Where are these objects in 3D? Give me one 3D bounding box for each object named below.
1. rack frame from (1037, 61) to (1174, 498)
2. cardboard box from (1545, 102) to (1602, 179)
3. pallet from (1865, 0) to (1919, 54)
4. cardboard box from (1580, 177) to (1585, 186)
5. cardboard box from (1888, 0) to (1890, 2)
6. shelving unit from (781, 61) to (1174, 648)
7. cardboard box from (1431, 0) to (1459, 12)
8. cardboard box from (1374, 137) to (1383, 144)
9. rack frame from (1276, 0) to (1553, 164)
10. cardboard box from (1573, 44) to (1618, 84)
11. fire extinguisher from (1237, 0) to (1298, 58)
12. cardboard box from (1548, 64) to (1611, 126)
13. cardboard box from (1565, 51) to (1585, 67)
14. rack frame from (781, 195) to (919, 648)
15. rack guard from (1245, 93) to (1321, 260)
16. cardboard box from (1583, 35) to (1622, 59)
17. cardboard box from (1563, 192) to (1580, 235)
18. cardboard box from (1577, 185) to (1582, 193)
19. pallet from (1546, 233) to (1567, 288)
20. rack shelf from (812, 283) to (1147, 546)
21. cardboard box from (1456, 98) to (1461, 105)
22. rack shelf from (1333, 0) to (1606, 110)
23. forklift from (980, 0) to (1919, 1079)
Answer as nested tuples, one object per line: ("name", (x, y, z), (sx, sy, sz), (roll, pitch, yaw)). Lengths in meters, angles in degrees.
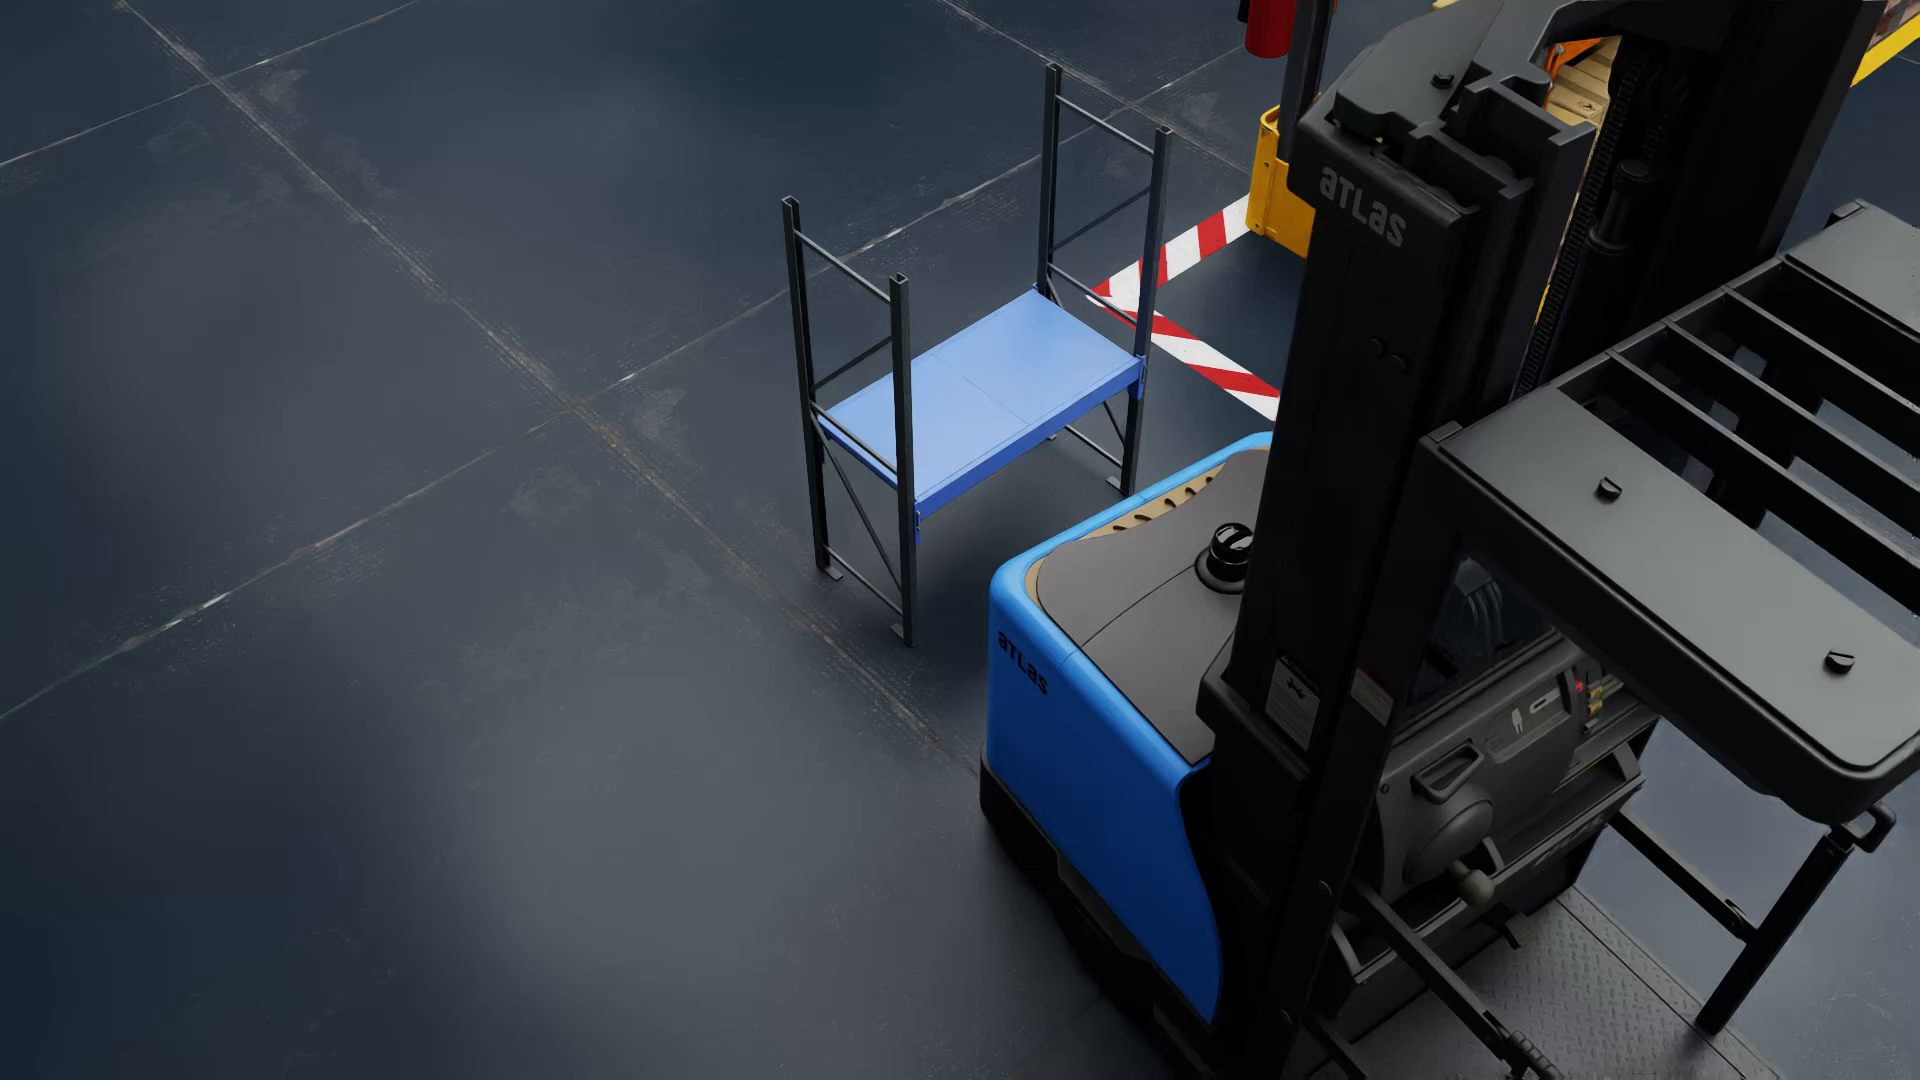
("rack frame", (0.439, -0.802, 5.470), (0.032, 1.500, 0.500), (-34, 56, -27))
("cardboard box", (2.250, -1.532, 6.371), (0.250, 0.149, 0.380), (-36, 57, -29))
("pallet", (4.120, -2.761, 8.154), (1.213, 0.211, 1.003), (-34, 56, -27))
("cardboard box", (2.434, -1.581, 6.619), (0.250, 0.149, 0.380), (-34, 56, -27))
("cardboard box", (4.131, -2.605, 7.767), (0.250, 0.149, 0.380), (-36, 57, -28))
("shelving unit", (0.063, -0.551, 5.238), (1.048, 1.500, 0.538), (-34, 56, -27))
("cardboard box", (2.185, -2.147, 6.939), (0.250, 0.149, 0.380), (-35, 56, -28))
("cardboard box", (1.883, -1.629, 6.866), (0.250, 0.149, 0.380), (-33, 55, -27))
("rack frame", (1.633, -2.080, 5.628), (0.127, 3.000, 1.000), (-34, 56, -27))
("cardboard box", (2.645, -1.788, 6.608), (0.250, 0.149, 0.380), (-34, 56, -27))
("fire extinguisher", (1.137, -2.054, 5.910), (0.183, 0.674, 0.296), (-34, 56, -27))
("cardboard box", (2.373, -1.733, 6.558), (0.250, 0.149, 0.380), (-33, 55, -27))
("cardboard box", (2.483, -2.107, 7.105), (0.250, 0.149, 0.380), (-34, 56, -28))
("rack frame", (-0.313, -0.299, 5.006), (0.032, 1.500, 0.500), (-34, 56, -27))
("rack guard", (1.690, -1.270, 6.581), (0.348, 0.500, 1.175), (-34, 56, -27))
("cardboard box", (2.773, -1.956, 6.763), (0.380, 0.149, 0.250), (36, 57, 29))
("cardboard box", (2.236, -1.341, 6.600), (0.250, 0.149, 0.380), (-33, 55, -26))
("cardboard box", (2.375, -1.514, 6.760), (0.250, 0.149, 0.380), (-34, 56, -27))
("pallet", (2.315, -1.554, 7.041), (1.213, 0.211, 1.003), (-34, 56, -27))
("rack shelf", (0.063, -0.429, 5.370), (1.000, 0.185, 0.538), (-34, 56, -27))
("cardboard box", (1.855, -1.857, 6.672), (0.250, 0.149, 0.380), (-33, 55, -27))
("rack shelf", (3.113, -2.825, 6.805), (4.000, 0.370, 1.077), (-34, 56, -27))
("forklift", (1.309, 0.504, 3.290), (1.130, 2.935, 3.031), (-27, 53, -23))
